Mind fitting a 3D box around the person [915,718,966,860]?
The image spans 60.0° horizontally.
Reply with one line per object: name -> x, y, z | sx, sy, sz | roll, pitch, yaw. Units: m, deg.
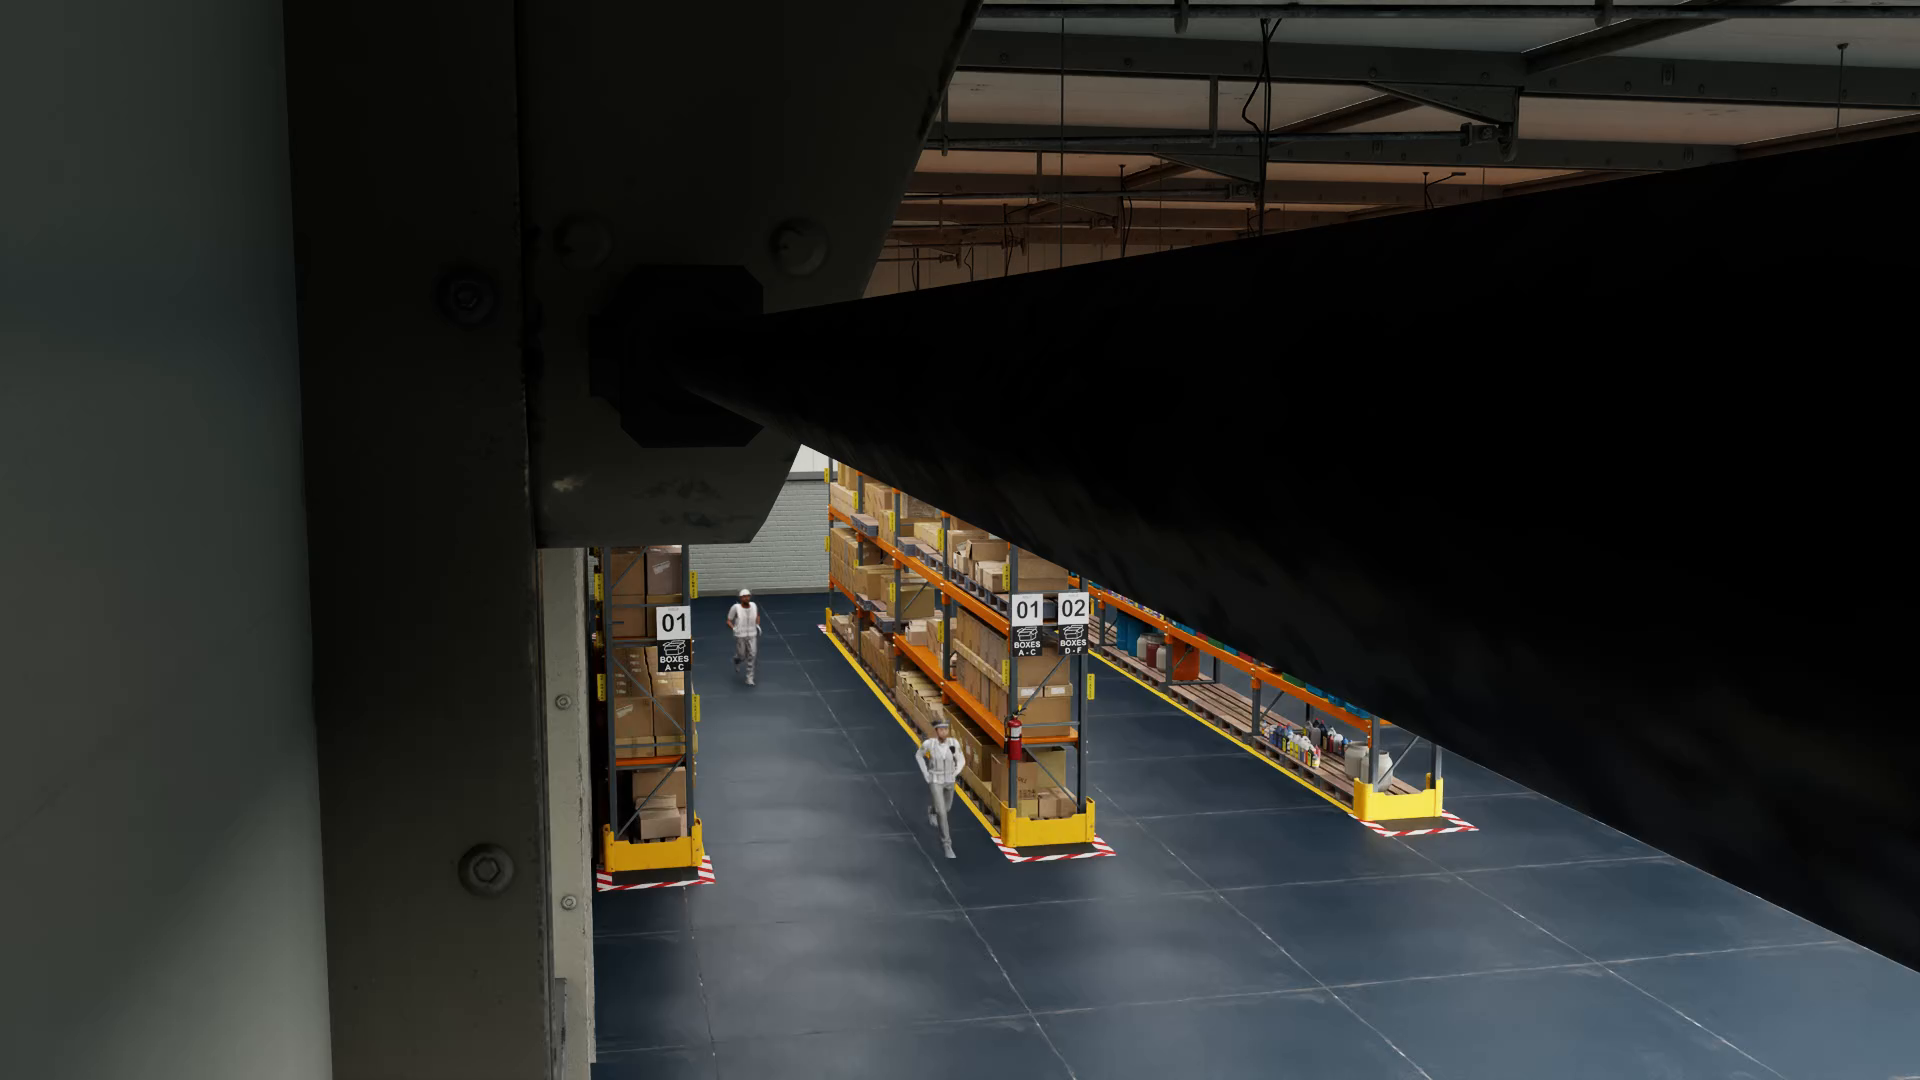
person -> -0.219, 3.048, 20.841 | 0.577, 1.715, 1.039 | -3, 7, -22

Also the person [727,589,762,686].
person -> -4.001, 1.791, 30.994 | 0.680, 1.769, 0.898 | -3, 7, -23
